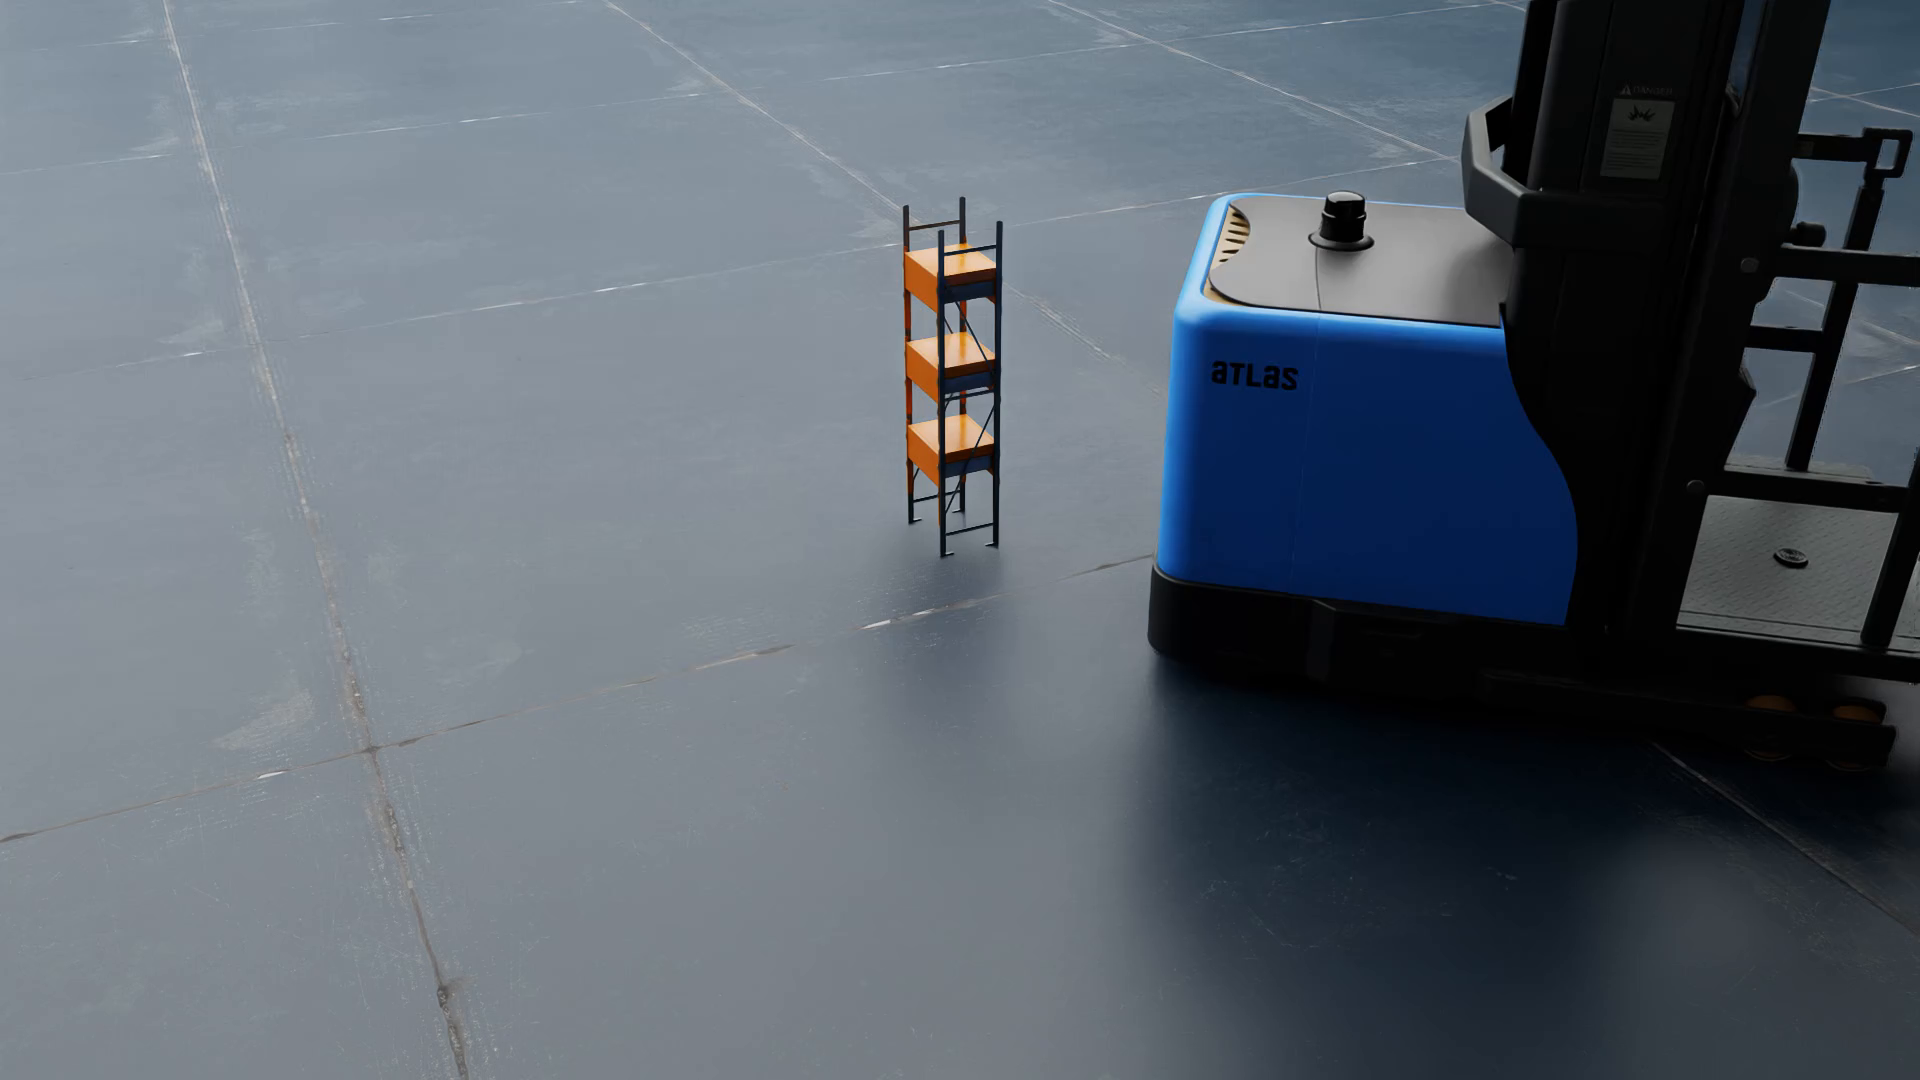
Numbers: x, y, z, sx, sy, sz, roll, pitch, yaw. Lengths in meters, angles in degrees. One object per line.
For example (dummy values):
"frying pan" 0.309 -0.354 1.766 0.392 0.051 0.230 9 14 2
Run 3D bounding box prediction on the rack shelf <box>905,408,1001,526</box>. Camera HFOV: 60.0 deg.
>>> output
"rack shelf" -0.023 -0.230 5.176 0.215 0.259 0.240 -13 32 -22

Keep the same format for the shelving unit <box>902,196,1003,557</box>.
"shelving unit" -0.023 -0.482 5.035 0.215 1.050 0.252 -13 32 -22

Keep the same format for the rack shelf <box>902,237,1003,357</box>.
"rack shelf" -0.023 -0.720 4.902 0.215 0.259 0.240 -13 32 -22

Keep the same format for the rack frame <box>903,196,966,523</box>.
"rack frame" -0.075 -0.535 5.131 0.200 1.050 0.008 -13 32 -22

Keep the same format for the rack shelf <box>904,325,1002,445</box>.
"rack shelf" -0.023 -0.472 5.041 0.215 0.259 0.240 -13 32 -22

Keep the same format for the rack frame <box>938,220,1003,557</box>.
"rack frame" 0.029 -0.428 4.939 0.200 1.050 0.008 -13 32 -22

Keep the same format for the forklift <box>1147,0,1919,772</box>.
"forklift" 2.094 -0.979 3.999 3.031 2.935 1.130 7 30 12
